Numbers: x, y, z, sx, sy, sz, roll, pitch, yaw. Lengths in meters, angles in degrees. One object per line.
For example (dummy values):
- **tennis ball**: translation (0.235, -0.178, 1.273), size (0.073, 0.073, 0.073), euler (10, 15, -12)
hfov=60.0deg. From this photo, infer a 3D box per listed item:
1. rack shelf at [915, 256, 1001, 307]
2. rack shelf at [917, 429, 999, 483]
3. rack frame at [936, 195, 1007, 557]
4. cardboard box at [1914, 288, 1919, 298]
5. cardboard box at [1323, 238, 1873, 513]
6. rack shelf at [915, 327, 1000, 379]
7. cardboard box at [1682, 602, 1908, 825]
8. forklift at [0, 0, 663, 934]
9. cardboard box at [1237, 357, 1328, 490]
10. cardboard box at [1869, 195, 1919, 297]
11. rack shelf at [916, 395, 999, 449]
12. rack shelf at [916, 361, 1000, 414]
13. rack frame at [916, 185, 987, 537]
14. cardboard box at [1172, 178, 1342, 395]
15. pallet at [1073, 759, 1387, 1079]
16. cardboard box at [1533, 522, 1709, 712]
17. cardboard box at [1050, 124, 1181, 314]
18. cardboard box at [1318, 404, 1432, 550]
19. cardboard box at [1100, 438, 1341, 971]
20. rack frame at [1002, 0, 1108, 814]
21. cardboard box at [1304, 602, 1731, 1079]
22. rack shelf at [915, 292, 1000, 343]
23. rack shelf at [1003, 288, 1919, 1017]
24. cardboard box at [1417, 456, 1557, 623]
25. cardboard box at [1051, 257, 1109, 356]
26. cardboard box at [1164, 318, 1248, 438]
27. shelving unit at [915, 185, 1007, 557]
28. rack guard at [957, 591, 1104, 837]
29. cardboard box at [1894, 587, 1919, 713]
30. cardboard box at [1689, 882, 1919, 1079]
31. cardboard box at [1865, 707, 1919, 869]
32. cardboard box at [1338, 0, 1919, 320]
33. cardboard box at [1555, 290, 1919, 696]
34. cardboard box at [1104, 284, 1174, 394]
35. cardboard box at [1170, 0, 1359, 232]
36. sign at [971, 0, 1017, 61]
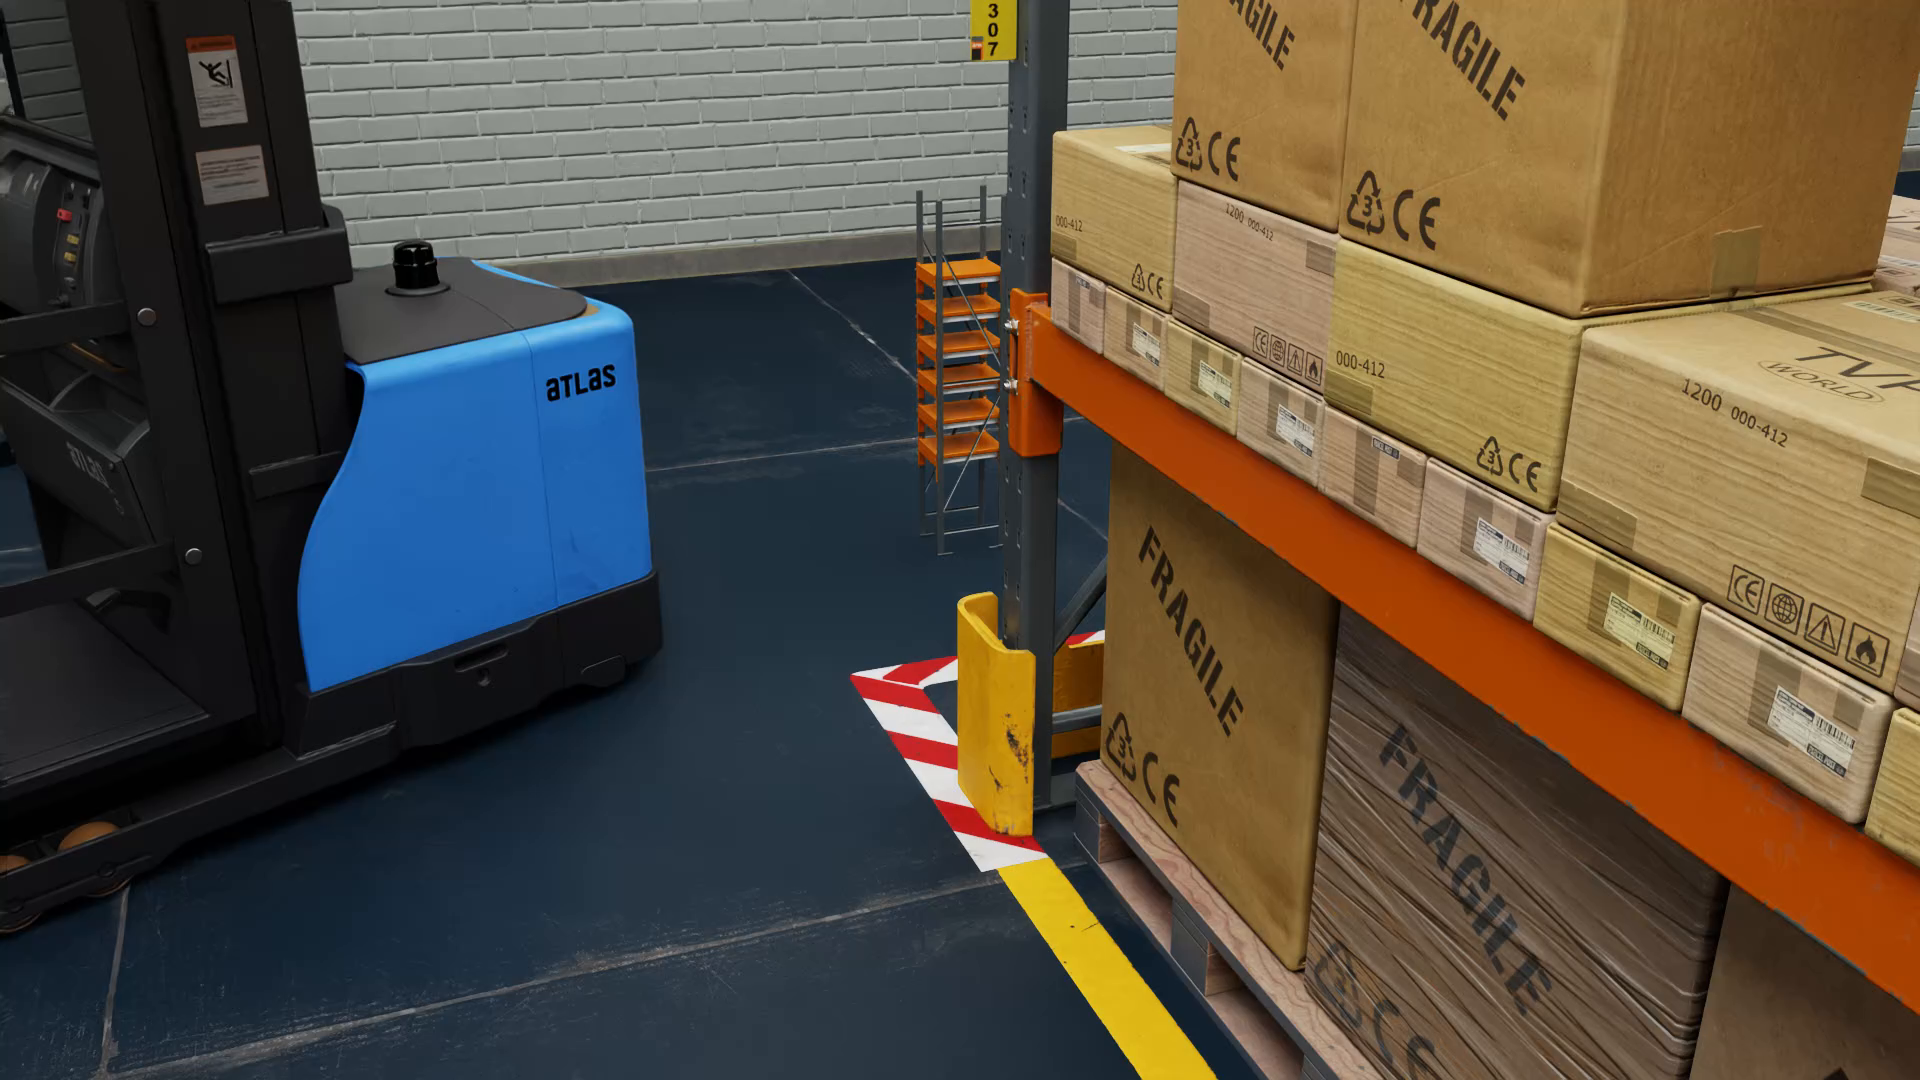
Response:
- **rack shelf**: translation (0.005, -0.838, 5.382), size (0.258, 0.103, 0.180), euler (-8, 24, -19)
- **rack shelf**: translation (0.005, -0.286, 5.615), size (0.258, 0.103, 0.180), euler (-8, 24, -19)
- **rack frame**: translation (0.037, -0.514, 5.426), size (0.240, 1.200, 0.006), euler (-8, 24, -19)
- **cardboard box**: translation (1.557, -0.157, 2.070), size (0.500, 0.250, 0.500), euler (-8, 24, -19)
- **cardboard box**: translation (0.872, -0.272, 2.343), size (0.500, 0.250, 0.500), euler (-9, 25, -21)
- **rack shelf**: translation (0.005, -0.617, 5.475), size (0.258, 0.103, 0.180), euler (-8, 24, -19)
- **cardboard box**: translation (1.046, 0.157, 1.838), size (0.380, 0.149, 0.250), euler (-8, 24, -18)
- **forklift**: translation (-2.265, -0.707, 3.654), size (3.031, 2.935, 1.130), euler (-21, 31, -40)
- **cardboard box**: translation (0.683, -0.216, 2.723), size (0.380, 0.149, 0.250), euler (-9, 24, -20)
- **cardboard box**: translation (1.369, -0.345, 2.518), size (0.500, 0.250, 0.500), euler (-9, 25, -21)
- **rack shelf**: translation (0.005, -0.396, 5.568), size (0.258, 0.103, 0.180), euler (-8, 24, -19)
- **rack shelf**: translation (0.005, -0.507, 5.522), size (0.258, 0.103, 0.180), euler (-8, 24, -19)
- **rack frame**: translation (-0.027, -0.581, 5.583), size (0.240, 1.200, 0.006), euler (-8, 24, -19)
- **cardboard box**: translation (0.698, -0.455, 2.778), size (0.500, 0.250, 0.500), euler (-9, 24, -20)
- **pallet**: translation (0.946, 0.778, 3.632), size (1.003, 0.211, 1.213), euler (-8, 24, -19)
- **cardboard box**: translation (0.952, 0.062, 2.064), size (0.380, 0.149, 0.250), euler (-9, 24, -20)
- **cardboard box**: translation (0.508, -0.643, 3.224), size (0.500, 0.250, 0.500), euler (-9, 24, -20)
- **cardboard box**: translation (0.772, -0.123, 2.504), size (0.380, 0.149, 0.250), euler (-9, 24, -20)
- **cardboard box**: translation (0.892, 0.221, 3.559), size (0.875, 0.875, 0.875), euler (-8, 24, -19)
- **rack frame**: translation (0.591, -0.786, 3.754), size (1.000, 3.000, 0.127), euler (-8, 24, -19)
- **cardboard box**: translation (1.213, 0.551, 2.775), size (0.875, 0.875, 0.875), euler (-8, 24, -19)
- **rack shelf**: translation (0.005, -0.728, 5.429), size (0.258, 0.103, 0.180), euler (-8, 24, -19)
- **rack shelf**: translation (1.297, 0.272, 2.169), size (1.077, 0.370, 4.000), euler (-8, 24, -19)
- **cardboard box**: translation (0.864, -0.030, 2.282), size (0.380, 0.149, 0.250), euler (-9, 24, -20)
- **cardboard box**: translation (0.407, -0.496, 3.389), size (0.380, 0.149, 0.250), euler (-8, 24, -18)
- **cardboard box**: translation (0.590, -0.310, 2.948), size (0.380, 0.149, 0.250), euler (-9, 24, -20)
- **shelving unit**: translation (0.005, -0.548, 5.504), size (0.258, 1.200, 0.189), euler (-8, 24, -19)
- **rack guard**: translation (0.582, 0.357, 4.260), size (1.175, 0.500, 0.348), euler (-8, 24, -19)
- **cardboard box**: translation (1.237, 0.101, 1.457), size (0.500, 0.250, 0.500), euler (-8, 24, -18)
- **cardboard box**: translation (1.528, 0.875, 2.008), size (0.875, 0.875, 0.875), euler (-8, 24, -19)
- **cardboard box**: translation (1.135, 0.250, 1.618), size (0.380, 0.149, 0.250), euler (-9, 24, -20)
- **cardboard box**: translation (0.873, -0.619, 2.202), size (0.500, 0.500, 0.500), euler (-9, 24, -20)
- **cardboard box**: translation (1.061, -0.083, 1.895), size (0.500, 0.250, 0.500), euler (-9, 24, -20)
- **cardboard box**: translation (0.499, -0.403, 3.169), size (0.380, 0.149, 0.250), euler (-9, 24, -20)
- **cardboard box**: translation (0.684, -0.807, 2.647), size (0.500, 0.500, 0.500), euler (-9, 24, -20)
- **sign**: translation (0.069, -1.148, 3.395), size (0.100, 0.325, 0.005), euler (-8, 24, -19)
